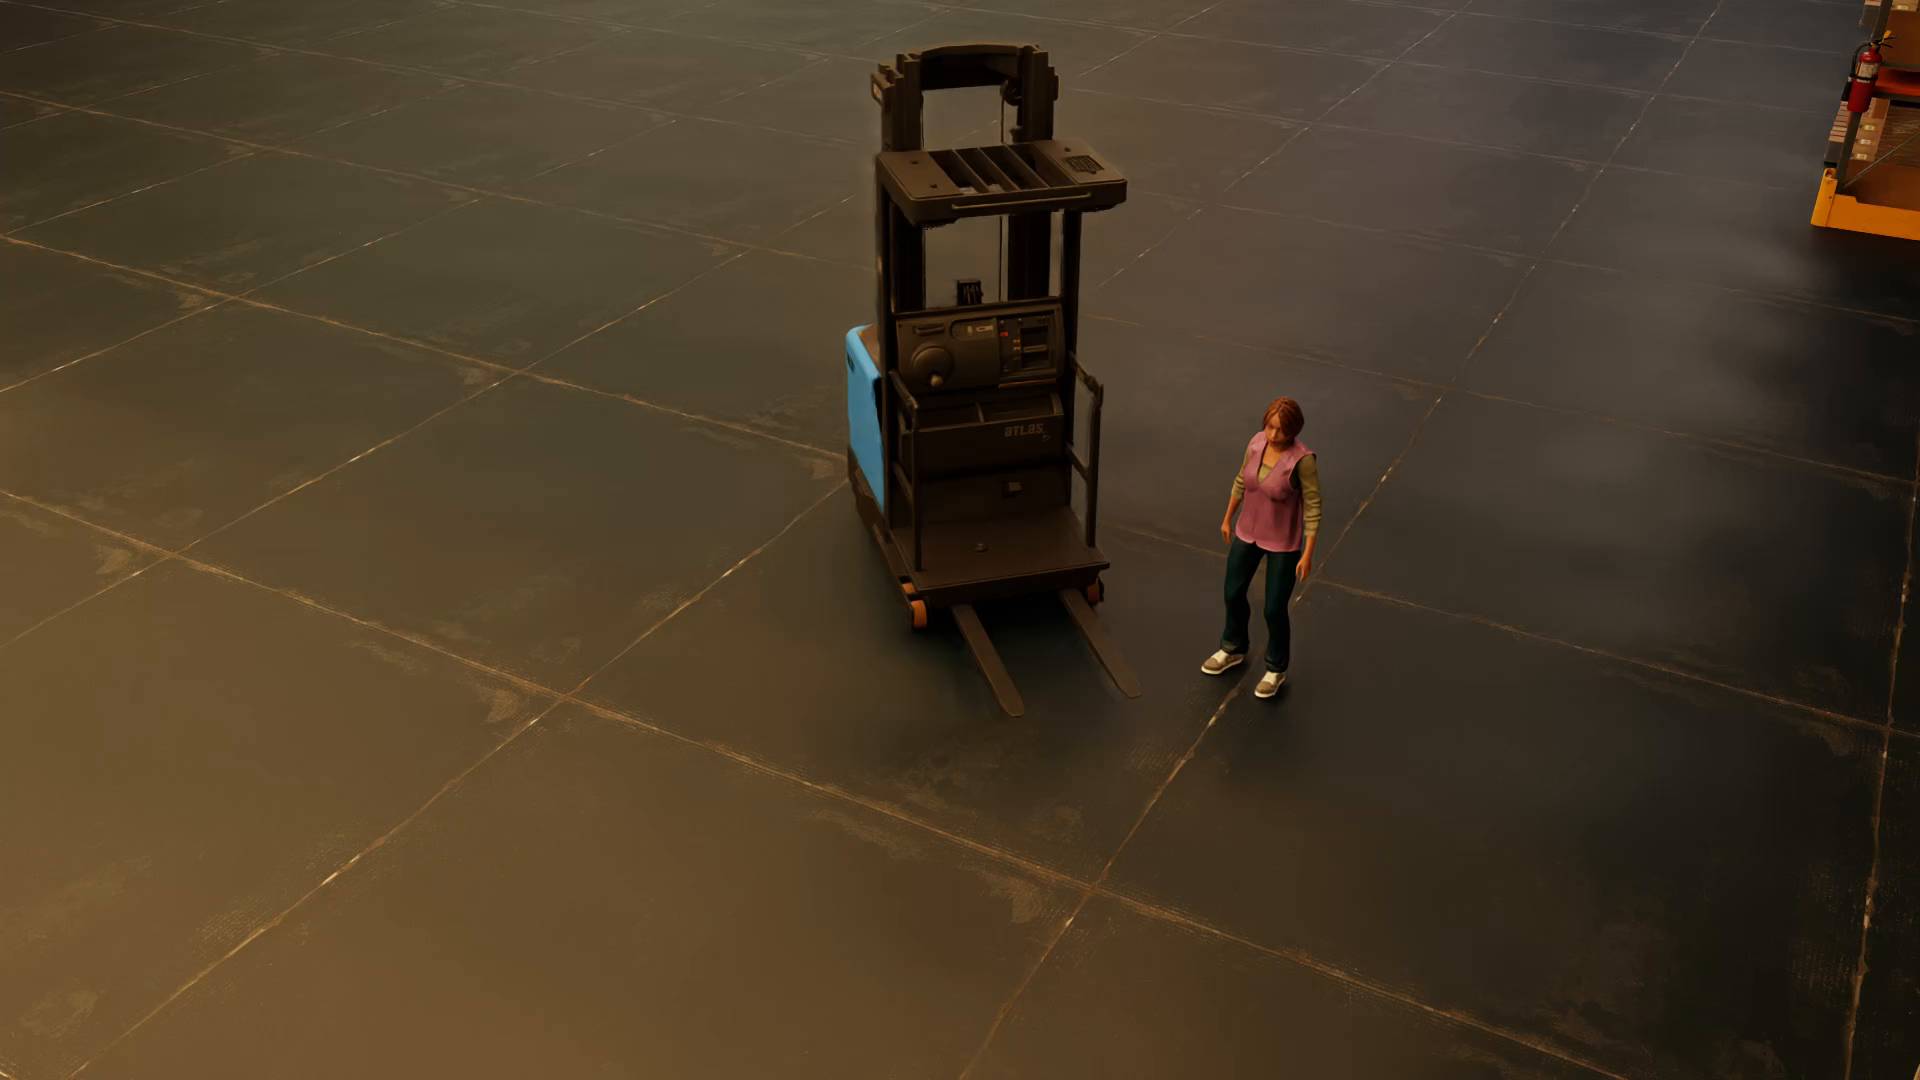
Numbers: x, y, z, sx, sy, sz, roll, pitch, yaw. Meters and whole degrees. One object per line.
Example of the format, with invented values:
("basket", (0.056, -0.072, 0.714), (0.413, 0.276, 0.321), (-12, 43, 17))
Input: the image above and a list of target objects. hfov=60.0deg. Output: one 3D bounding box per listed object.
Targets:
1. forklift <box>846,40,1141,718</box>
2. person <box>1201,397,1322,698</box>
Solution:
("forklift", (0.174, -0.992, 8.789), (1.130, 2.935, 3.031), (-8, 31, -13))
("person", (1.540, 0.020, 8.376), (0.558, 1.594, 0.365), (25, 38, 36))
